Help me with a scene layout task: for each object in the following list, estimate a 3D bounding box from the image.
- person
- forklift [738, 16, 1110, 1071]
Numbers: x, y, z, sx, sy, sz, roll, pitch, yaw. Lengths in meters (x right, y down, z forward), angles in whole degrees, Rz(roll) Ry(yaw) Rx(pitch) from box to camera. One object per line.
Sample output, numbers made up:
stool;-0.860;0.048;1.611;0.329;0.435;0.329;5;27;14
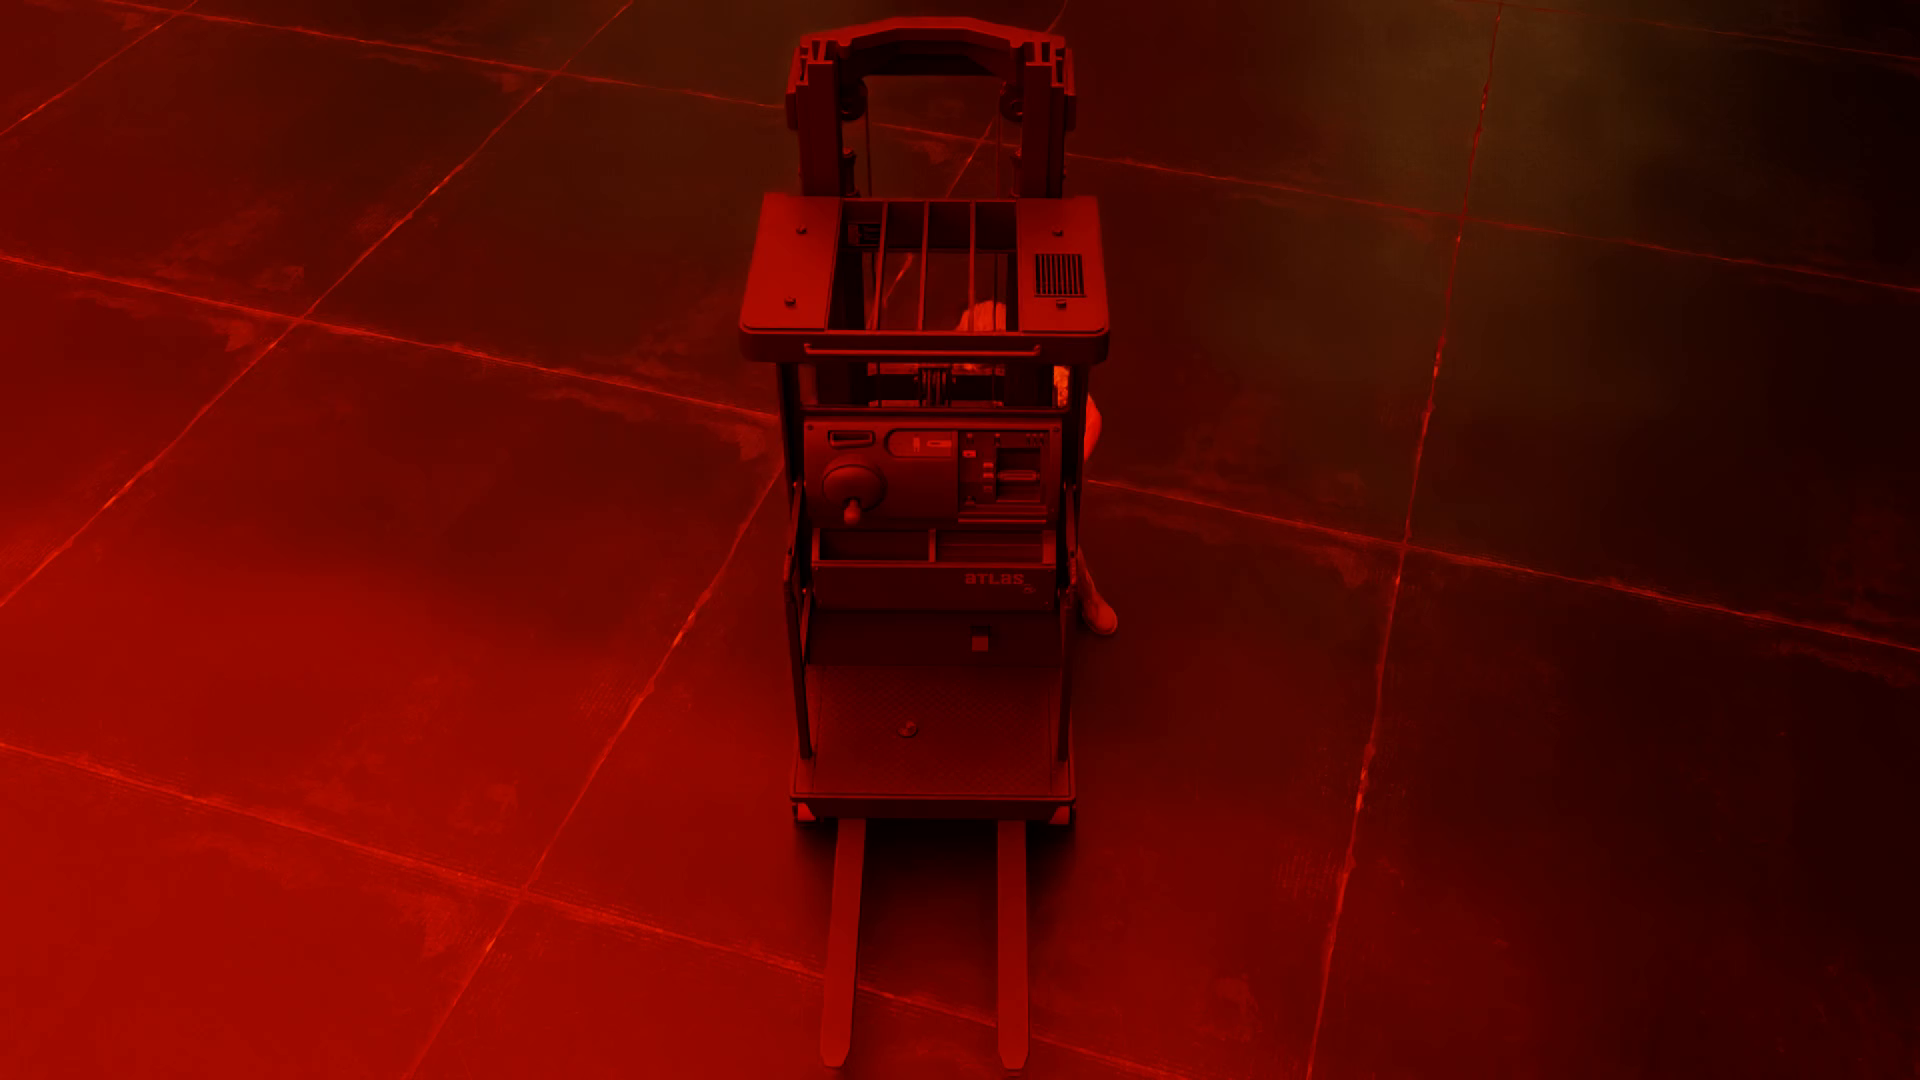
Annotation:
person;0.154;-0.281;7.022;1.153;1.520;0.740;22;47;22
forklift;-0.099;-0.161;5.862;1.130;2.935;3.031;1;43;1
